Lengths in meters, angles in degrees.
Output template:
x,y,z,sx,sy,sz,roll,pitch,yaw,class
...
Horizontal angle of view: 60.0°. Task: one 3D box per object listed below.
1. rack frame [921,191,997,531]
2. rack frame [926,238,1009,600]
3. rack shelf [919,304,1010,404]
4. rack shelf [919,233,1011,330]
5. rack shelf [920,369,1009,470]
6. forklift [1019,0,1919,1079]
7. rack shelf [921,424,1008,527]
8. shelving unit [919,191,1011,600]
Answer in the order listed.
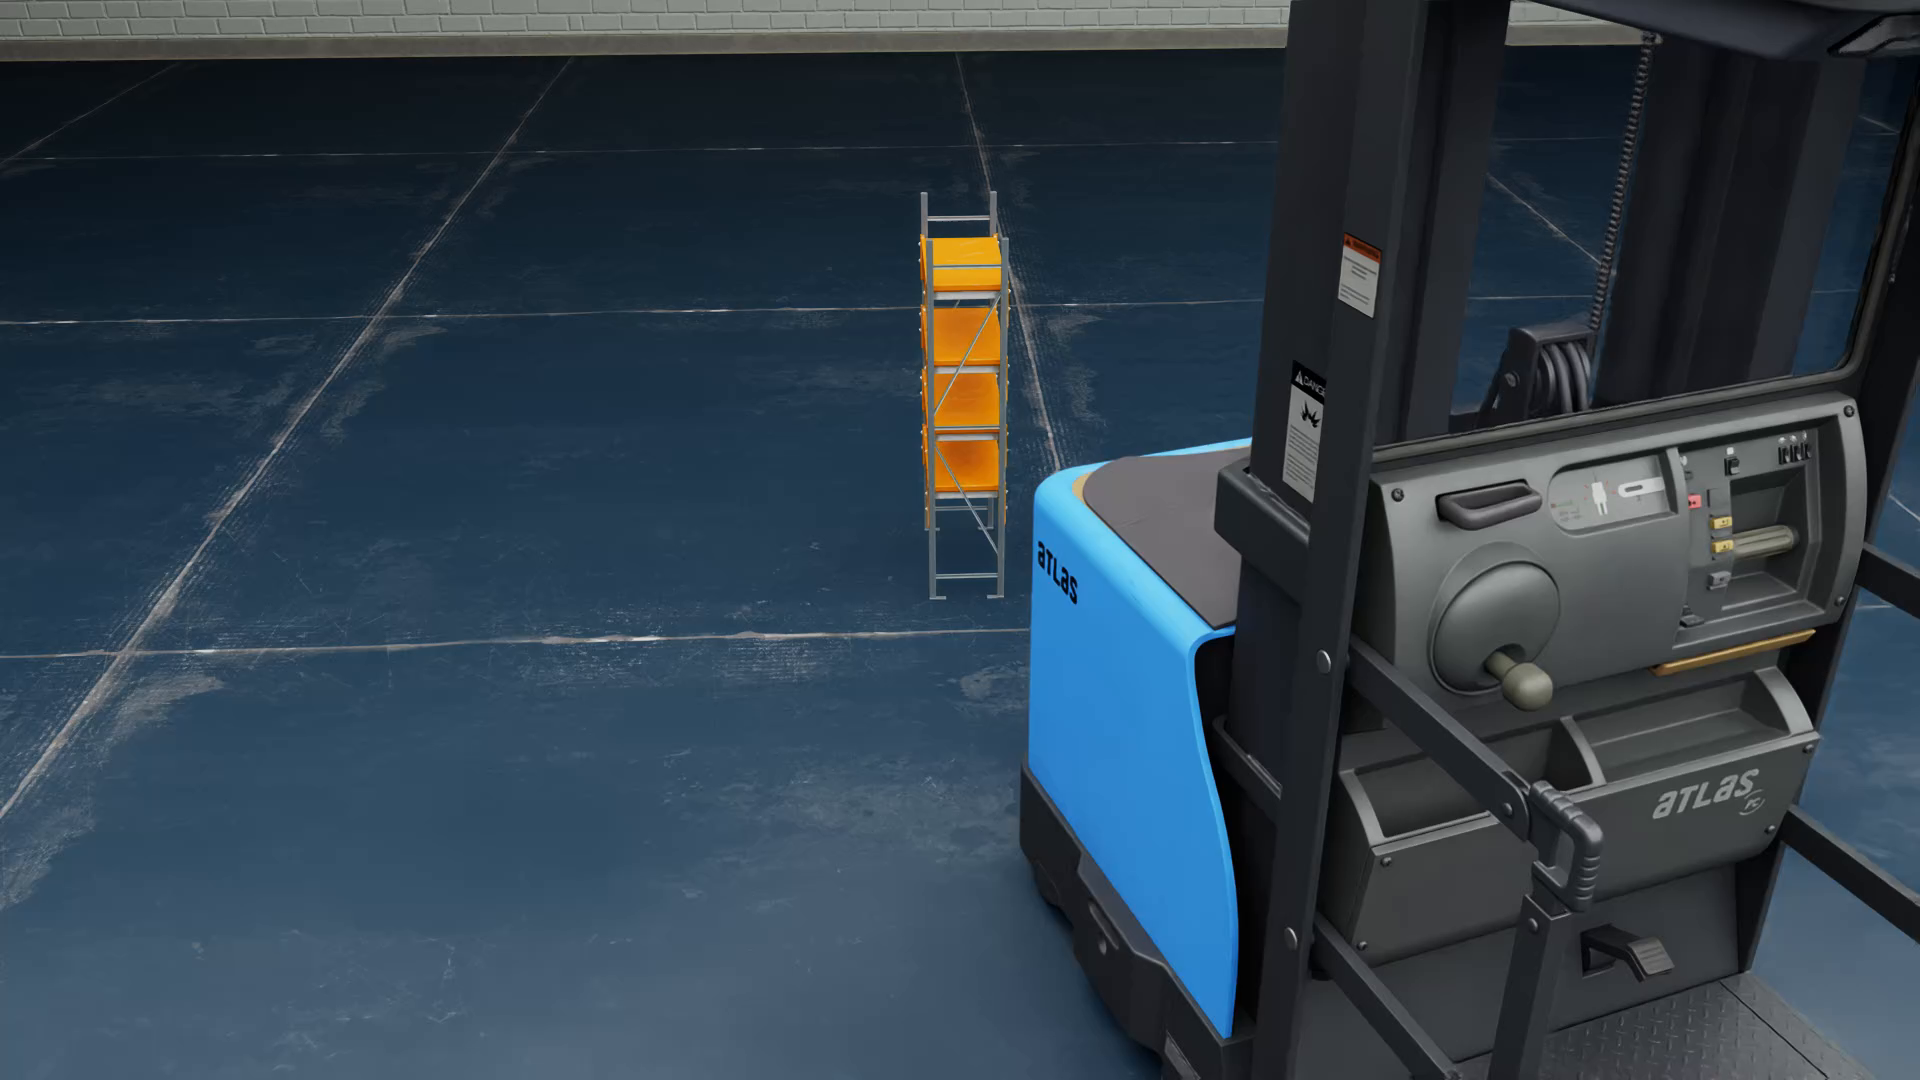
x,y,z,sx,sy,sz,roll,pitch,yaw,class
-0.004,-0.568,5.542,0.240,1.200,0.015,-1,28,-3,rack frame
0.021,-0.343,5.110,0.240,1.200,0.015,-1,28,-3,rack frame
0.009,-0.594,5.254,0.258,0.148,0.480,-1,28,-3,rack shelf
0.009,-0.804,5.144,0.258,0.148,0.480,-1,28,-3,rack shelf
0.009,-0.396,5.357,0.258,0.148,0.480,-1,28,-3,rack shelf
1.151,0.055,2.475,1.130,2.935,3.031,-10,29,-19,forklift
0.009,-0.220,5.449,0.258,0.148,0.480,-1,28,-3,rack shelf
0.009,-0.456,5.326,0.258,1.200,0.503,-1,28,-3,shelving unit
